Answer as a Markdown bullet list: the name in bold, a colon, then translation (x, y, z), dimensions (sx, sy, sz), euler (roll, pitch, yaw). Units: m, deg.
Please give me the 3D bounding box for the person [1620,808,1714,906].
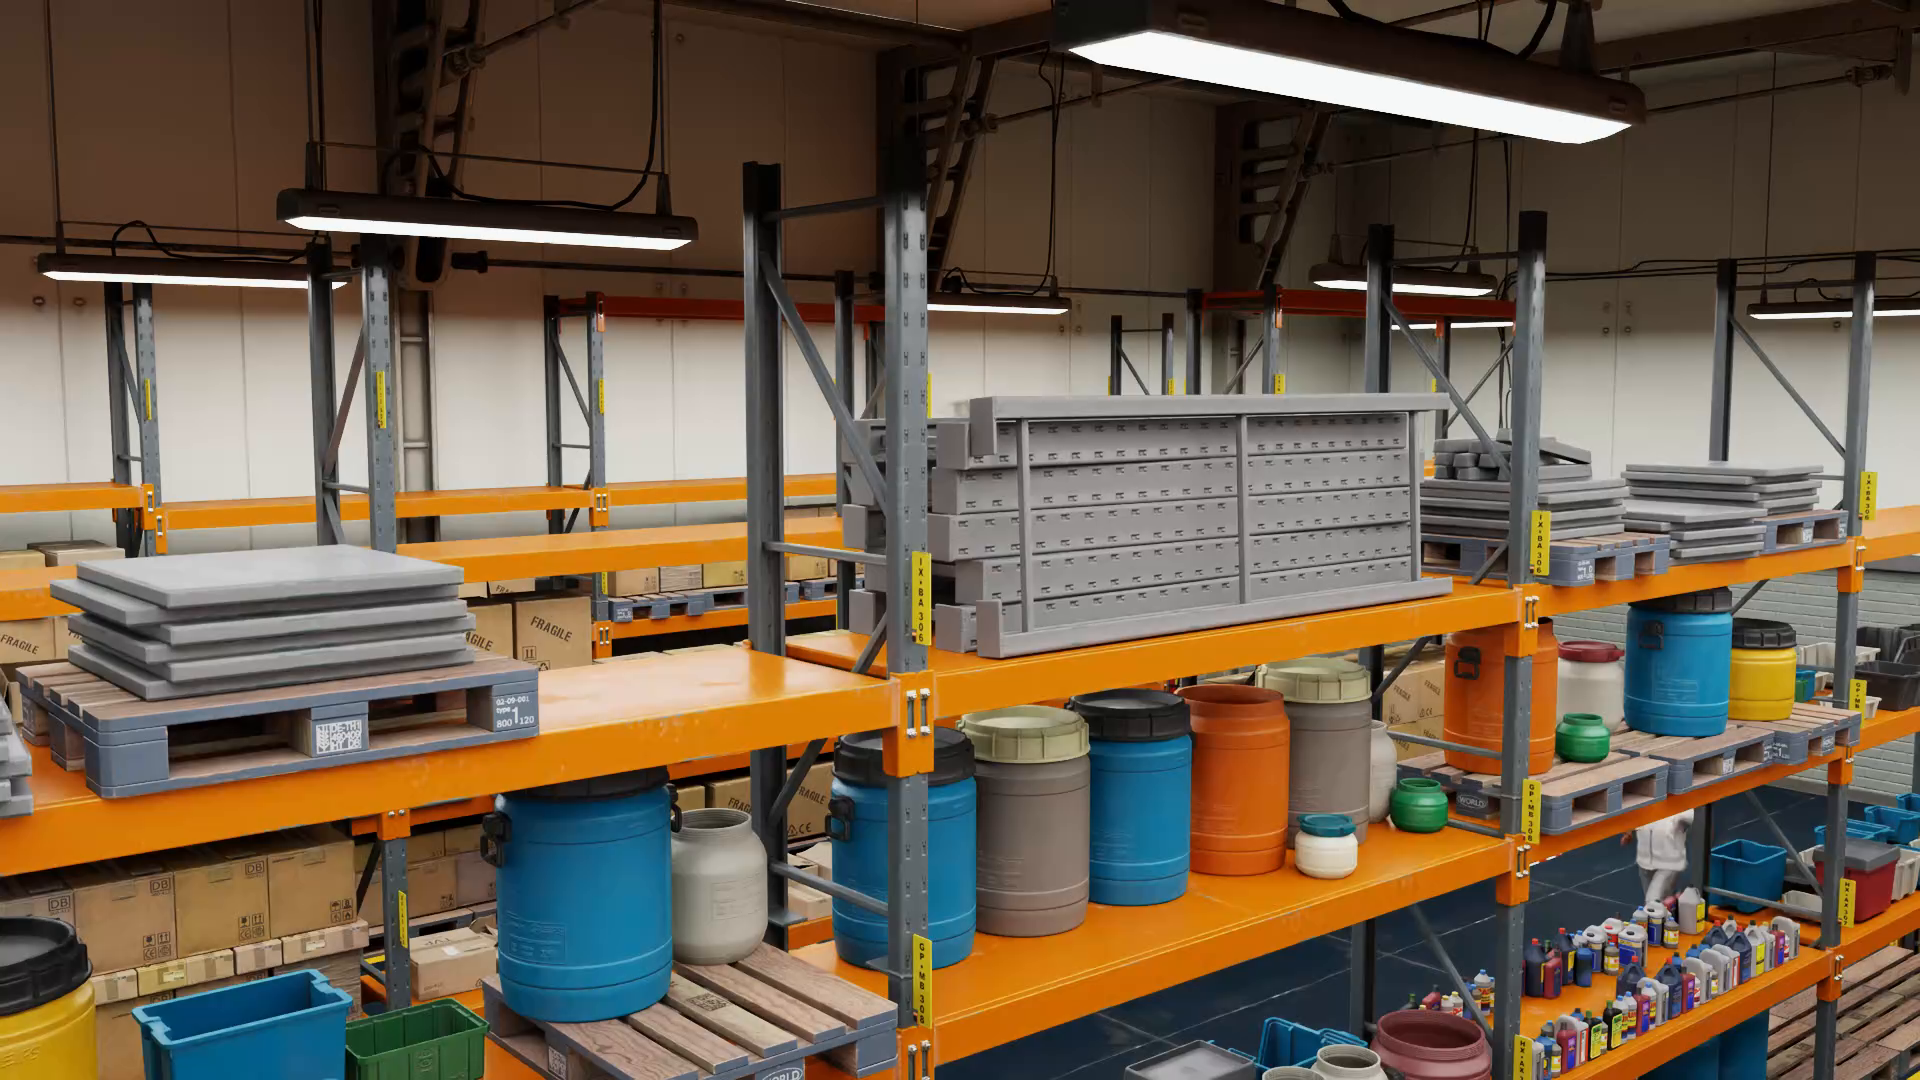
- **person**: translation (6.130, 2.892, 14.574), dimensions (0.823, 1.812, 0.683), euler (-4, 7, -34)
